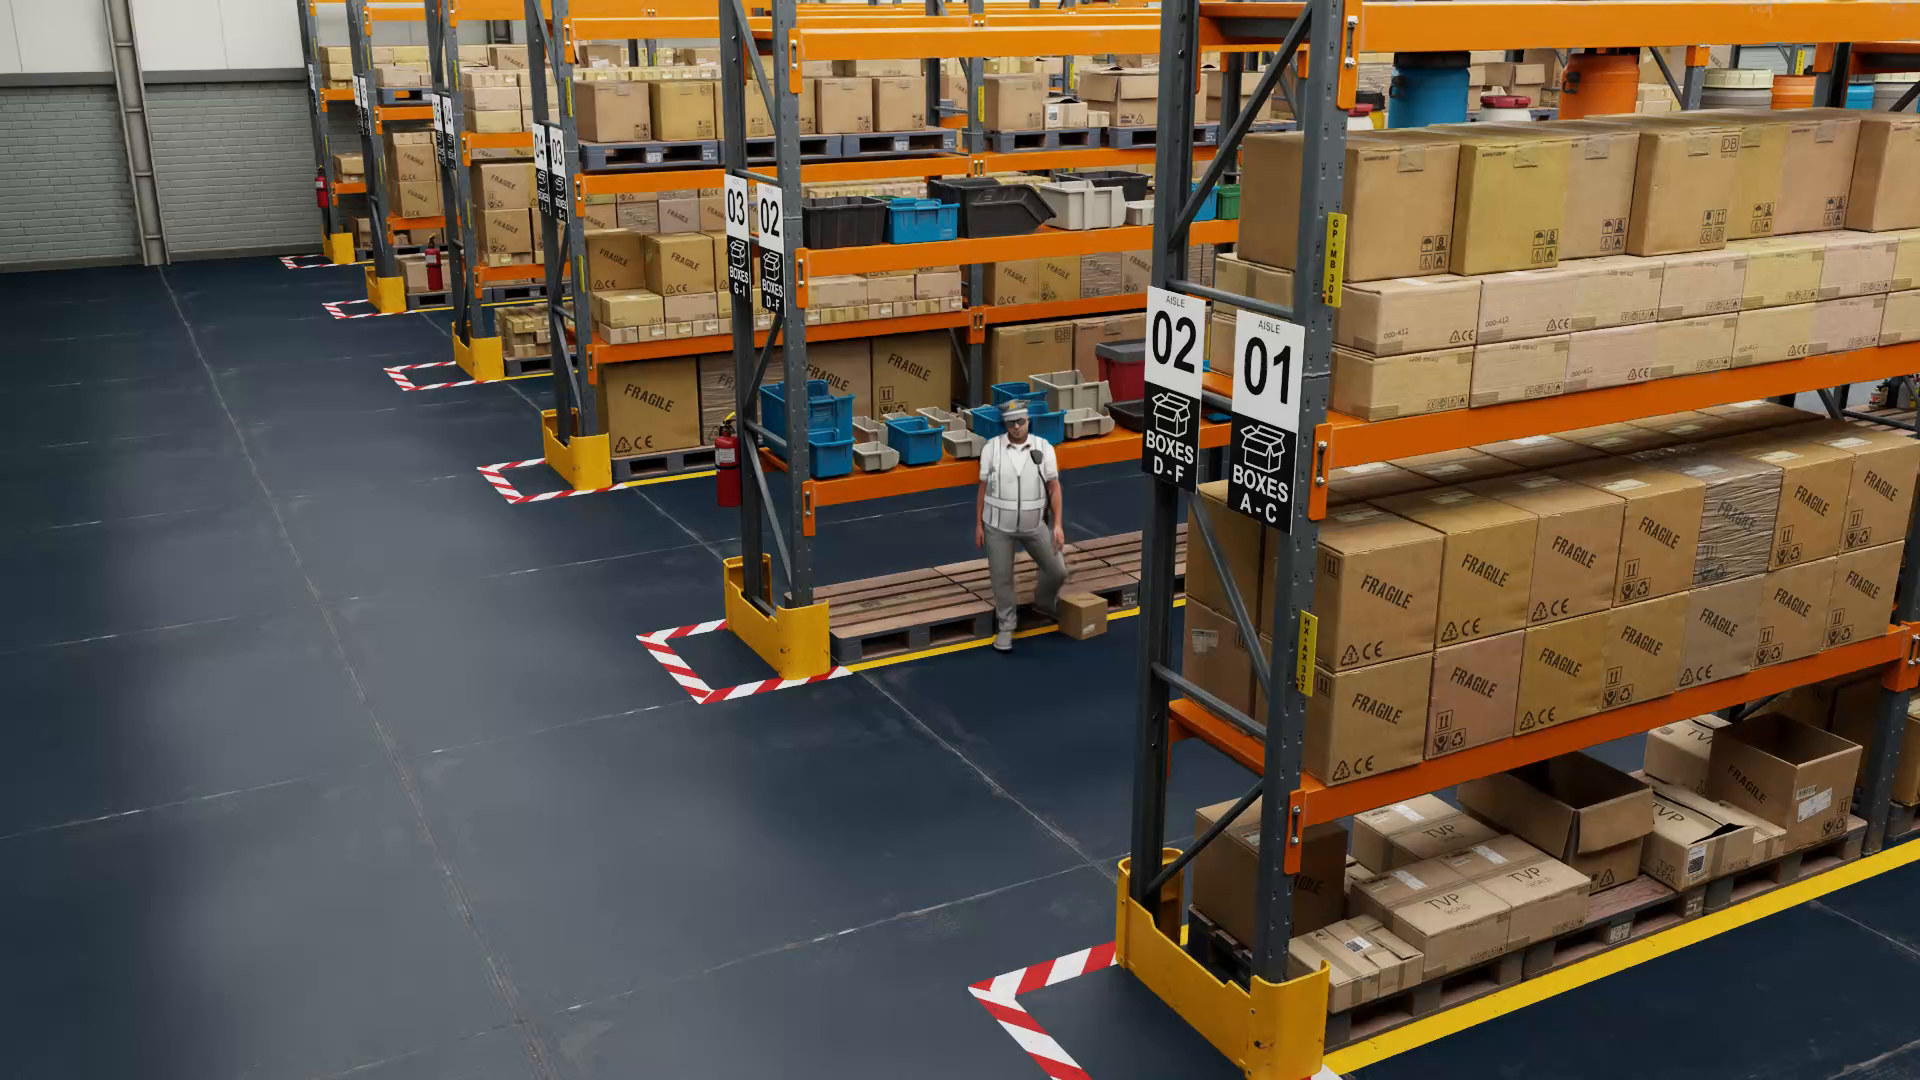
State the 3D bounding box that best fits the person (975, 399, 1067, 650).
[{"bbox_3d":[0.475,-0.138,11.447,0.755,1.741,0.550,-2,18,-6],"label":"person"}]
